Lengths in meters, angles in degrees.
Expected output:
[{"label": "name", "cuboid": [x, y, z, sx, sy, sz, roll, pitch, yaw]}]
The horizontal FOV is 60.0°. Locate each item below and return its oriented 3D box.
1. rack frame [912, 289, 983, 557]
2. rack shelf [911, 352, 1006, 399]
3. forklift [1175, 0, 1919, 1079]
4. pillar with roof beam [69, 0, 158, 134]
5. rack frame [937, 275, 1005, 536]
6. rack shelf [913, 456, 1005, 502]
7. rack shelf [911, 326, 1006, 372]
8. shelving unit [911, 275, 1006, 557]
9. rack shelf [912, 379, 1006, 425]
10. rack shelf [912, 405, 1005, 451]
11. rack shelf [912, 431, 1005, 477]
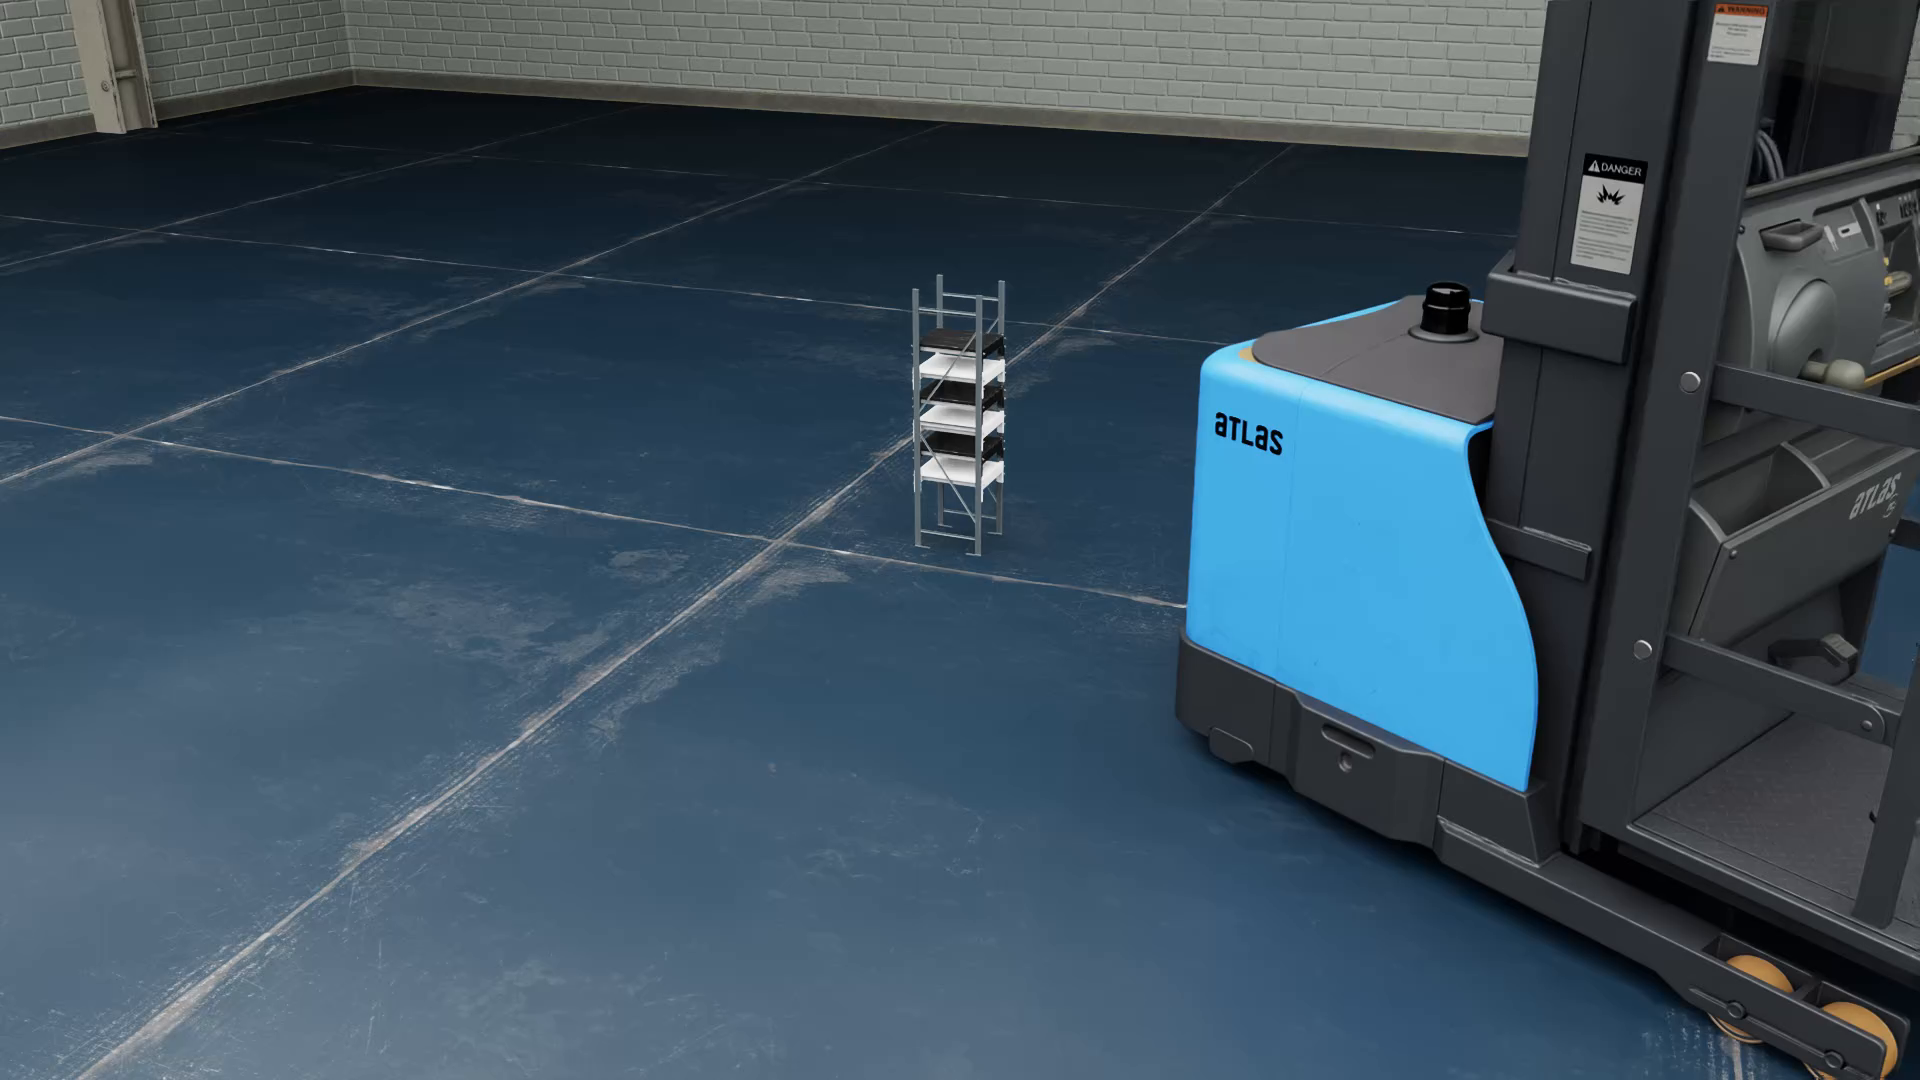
[{"label": "rack frame", "cuboid": [-0.041, -0.376, 5.483, 0.240, 0.900, 0.006, 9, 24, 20]}, {"label": "rack shelf", "cuboid": [-0.003, -0.548, 5.513, 0.258, 0.077, 0.200, 9, 24, 20]}, {"label": "forklift", "cuboid": [1.910, -0.509, 3.165, 1.130, 2.935, 3.031, -18, 29, -37]}, {"label": "pillar with roof beam", "cuboid": [-3.054, -7.011, 10.861, 9.100, 9.000, 0.400, 9, 24, 20]}, {"label": "rack frame", "cuboid": [0.035, -0.449, 5.657, 0.240, 0.900, 0.006, 9, 24, 20]}, {"label": "rack shelf", "cuboid": [-0.003, -0.215, 5.652, 0.258, 0.077, 0.200, 9, 24, 20]}, {"label": "rack shelf", "cuboid": [-0.003, -0.631, 5.478, 0.258, 0.077, 0.200, 9, 24, 20]}, {"label": "shelving unit", "cuboid": [-0.003, -0.412, 5.570, 0.258, 0.900, 0.210, 9, 24, 20]}, {"label": "rack shelf", "cuboid": [-0.003, -0.465, 5.548, 0.258, 0.077, 0.200, 9, 24, 20]}, {"label": "rack shelf", "cuboid": [-0.003, -0.382, 5.582, 0.258, 0.077, 0.200, 9, 24, 20]}, {"label": "rack shelf", "cuboid": [-0.003, -0.299, 5.617, 0.258, 0.077, 0.200, 9, 24, 20]}]
